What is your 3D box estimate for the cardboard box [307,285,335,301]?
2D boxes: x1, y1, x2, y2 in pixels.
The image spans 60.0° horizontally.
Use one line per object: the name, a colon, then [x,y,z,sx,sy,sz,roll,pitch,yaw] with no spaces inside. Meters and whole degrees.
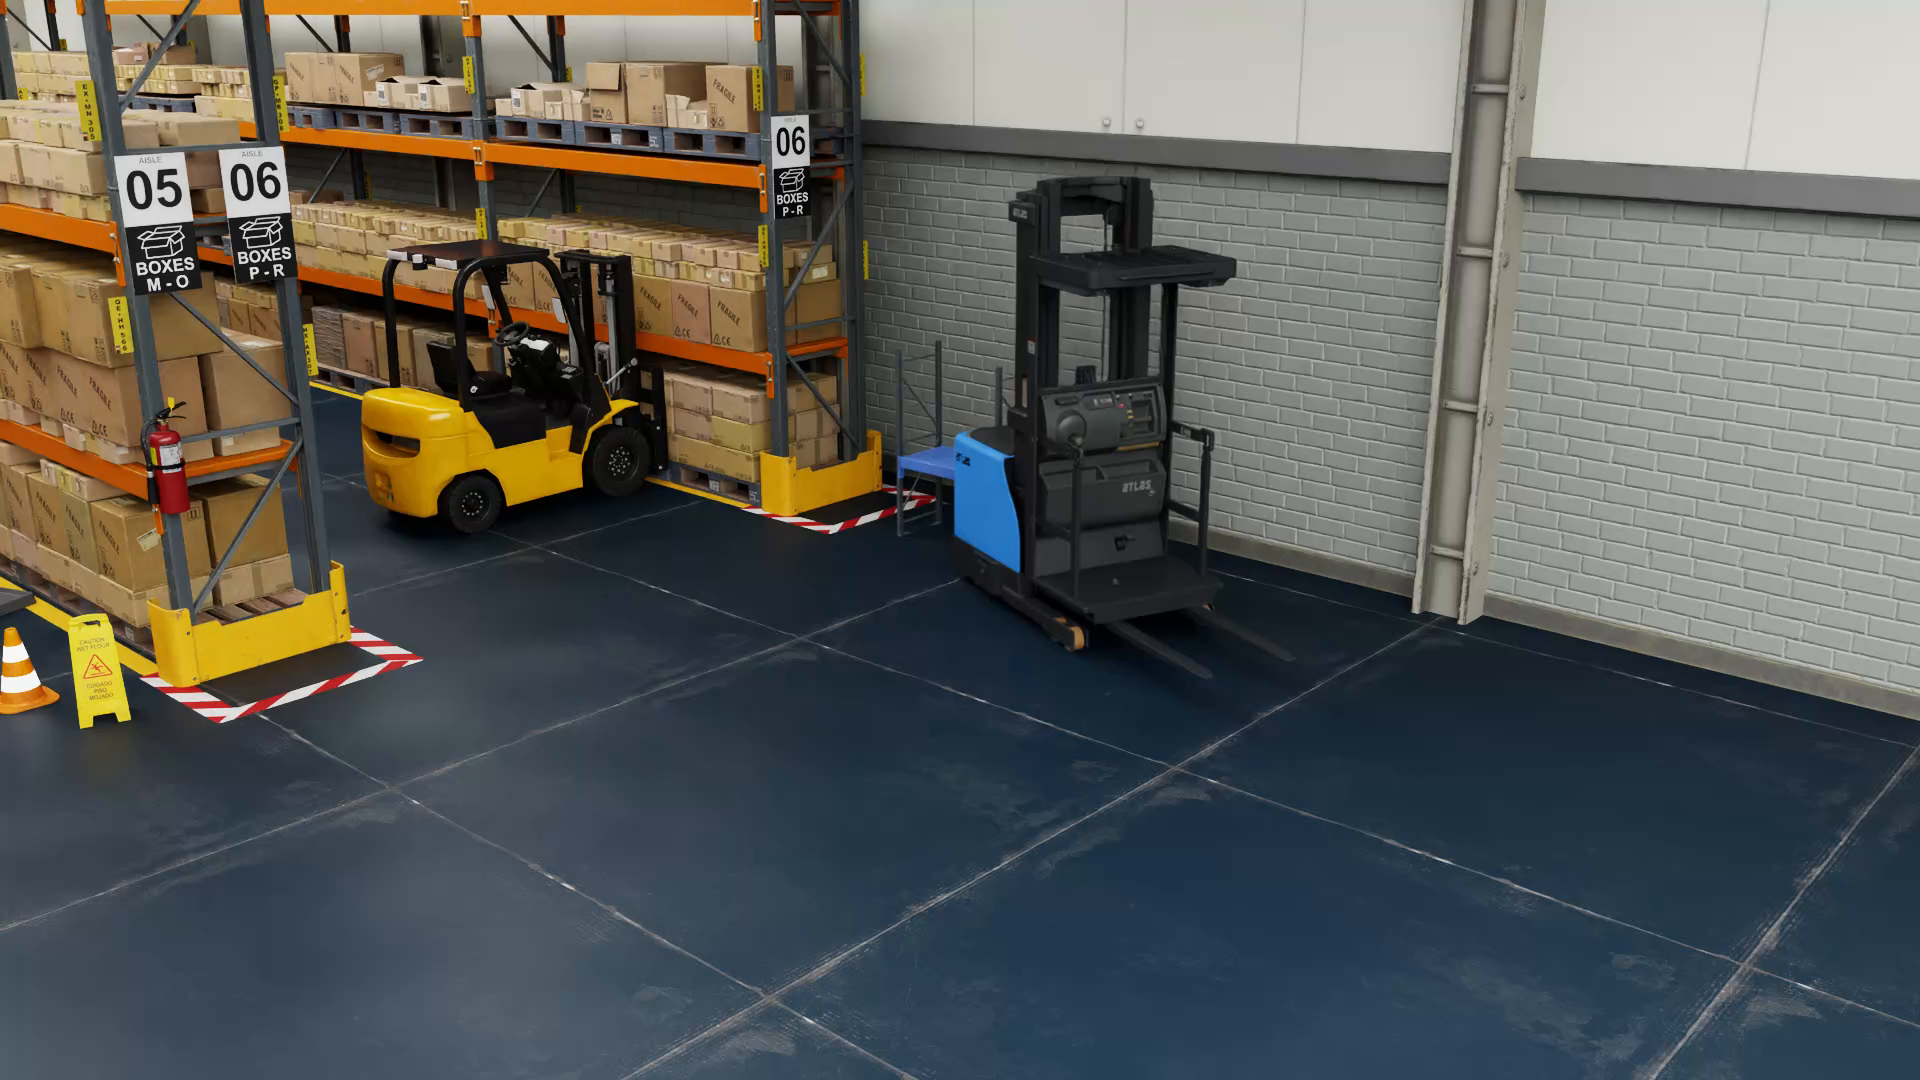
cardboard box: [-7.533,-2.946,19.800,0.250,0.149,0.380,16,24,41]

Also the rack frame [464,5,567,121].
rack frame: [-4.177,-5.449,15.406,0.127,3.000,1.000,15,23,39]

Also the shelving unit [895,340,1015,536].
shelving unit: [0.057,-0.702,12.845,1.048,1.500,0.538,15,23,39]

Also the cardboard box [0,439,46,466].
cardboard box: [-6.565,-0.648,11.734,0.250,0.149,0.380,17,24,42]

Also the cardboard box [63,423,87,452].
cardboard box: [-5.553,-0.697,10.764,0.250,0.149,0.380,16,23,40]

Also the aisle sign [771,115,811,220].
aisle sign: [-1.331,-2.946,13.139,0.004,0.787,0.394,15,23,39]

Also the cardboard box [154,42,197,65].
cardboard box: [-9.667,-6.002,20.485,0.258,0.266,0.396,15,23,39]

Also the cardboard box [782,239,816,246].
cardboard box: [-1.452,-2.469,14.202,0.250,0.149,0.380,16,24,41]

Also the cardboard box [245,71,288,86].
cardboard box: [-7.623,-5.085,18.315,0.250,0.149,0.380,16,24,41]

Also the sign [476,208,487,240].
sign: [-4.530,-2.979,15.757,0.005,0.325,0.100,15,23,39]

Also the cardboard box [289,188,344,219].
cardboard box: [-7.450,-3.780,19.203,0.500,0.500,0.500,16,24,42]

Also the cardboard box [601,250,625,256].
cardboard box: [-2.970,-2.508,14.819,0.250,0.149,0.380,14,23,38]

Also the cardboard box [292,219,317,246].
cardboard box: [-7.016,-3.410,18.319,0.500,0.250,0.500,15,23,39]

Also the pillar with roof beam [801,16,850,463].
pillar with roof beam: [-3.966,-4.016,10.890,0.400,9.000,9.100,15,23,39]

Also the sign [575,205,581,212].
sign: [-3.810,-3.166,16.567,0.005,0.325,0.100,15,23,39]

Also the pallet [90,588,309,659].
pallet: [-5.119,0.480,11.251,1.213,0.211,1.003,15,23,39]

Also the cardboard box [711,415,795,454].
cardboard box: [-1.757,-0.942,14.145,0.500,0.250,0.500,15,23,39]

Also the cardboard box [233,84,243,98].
cardboard box: [-7.955,-5.073,18.768,0.250,0.149,0.380,16,23,40]

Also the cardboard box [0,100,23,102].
cardboard box: [-7.087,-3.142,12.191,0.250,0.149,0.380,16,23,40]

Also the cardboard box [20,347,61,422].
cardboard box: [-5.810,-1.102,10.968,0.500,0.500,0.500,15,23,39]

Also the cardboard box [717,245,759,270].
cardboard box: [-1.799,-2.352,13.835,0.250,0.149,0.380,15,23,39]

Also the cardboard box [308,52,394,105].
cardboard box: [-6.345,-4.839,17.417,0.500,0.500,0.700,14,23,38]

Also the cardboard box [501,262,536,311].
cardboard box: [-4.019,-2.489,15.832,0.500,0.500,0.500,14,22,38]

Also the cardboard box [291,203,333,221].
cardboard box: [-7.126,-3.619,18.319,0.250,0.149,0.380,16,24,41]

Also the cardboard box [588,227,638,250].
cardboard box: [-3.120,-2.717,14.984,0.250,0.149,0.380,15,23,39]

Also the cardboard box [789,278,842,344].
cardboard box: [-1.372,-1.997,14.279,0.500,0.500,0.500,16,24,41]

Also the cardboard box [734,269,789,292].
cardboard box: [-1.631,-2.150,13.689,0.250,0.149,0.380,15,23,40]

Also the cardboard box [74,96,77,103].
cardboard box: [-11.183,-5.668,21.468,0.250,0.149,0.380,15,23,39]

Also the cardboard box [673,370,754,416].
cardboard box: [-2.123,-1.276,14.372,0.500,0.250,0.500,16,23,40]

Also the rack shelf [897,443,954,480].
rack shelf: [0.057,-0.531,12.899,1.000,0.185,0.538,15,23,39]

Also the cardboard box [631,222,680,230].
cardboard box: [-2.802,-2.828,15.336,0.250,0.149,0.380,15,23,39]

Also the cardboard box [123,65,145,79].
cardboard box: [-9.820,-5.639,20.025,0.250,0.149,0.380,14,23,38]

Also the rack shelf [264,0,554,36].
rack shelf: [-5.673,-5.317,16.841,4.000,0.370,1.077,15,23,39]

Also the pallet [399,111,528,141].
pallet: [-4.846,-4.103,16.438,1.217,0.209,0.805,14,22,37]

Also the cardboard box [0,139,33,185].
cardboard box: [-5.806,-2.409,10.542,0.500,0.250,0.500,16,24,41]

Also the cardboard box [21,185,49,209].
cardboard box: [-5.677,-2.190,10.511,0.250,0.149,0.380,15,23,39]

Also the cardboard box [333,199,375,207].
cardboard box: [-6.792,-3.730,18.670,0.250,0.149,0.380,16,24,41]

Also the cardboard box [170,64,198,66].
cardboard box: [-9.459,-5.767,20.430,0.250,0.149,0.380,14,23,38]

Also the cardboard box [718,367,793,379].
cardboard box: [-1.796,-1.392,14.737,0.500,0.250,0.500,15,23,39]

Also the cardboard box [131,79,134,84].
cardboard box: [-9.776,-5.516,20.129,0.250,0.149,0.380,15,23,40]

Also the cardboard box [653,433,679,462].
cardboard box: [-2.481,-0.904,14.852,0.500,0.250,0.500,15,23,40]

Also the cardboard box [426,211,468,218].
cardboard box: [-5.407,-3.383,17.574,0.250,0.149,0.380,15,23,40]

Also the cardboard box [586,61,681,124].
cardboard box: [-2.790,-3.902,14.458,0.637,0.503,0.797,16,24,41]

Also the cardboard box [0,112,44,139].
cardboard box: [-6.096,-2.654,10.655,0.250,0.149,0.380,16,23,41]

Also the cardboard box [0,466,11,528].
cardboard box: [-6.799,-0.429,12.116,0.500,0.500,0.500,16,24,41]

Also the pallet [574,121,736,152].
pallet: [-2.614,-3.567,14.580,1.213,0.211,1.003,15,23,39]

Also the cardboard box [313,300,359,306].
cardboard box: [-7.298,-2.550,19.625,0.500,0.500,0.500,16,24,41]

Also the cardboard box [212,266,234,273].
cardboard box: [-9.307,-3.407,21.254,0.250,0.149,0.380,15,23,40]

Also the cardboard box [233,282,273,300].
cardboard box: [-8.453,-2.977,19.898,0.250,0.149,0.380,15,23,38]

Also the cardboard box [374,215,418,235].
cardboard box: [-5.805,-3.251,17.158,0.250,0.149,0.380,14,23,38]

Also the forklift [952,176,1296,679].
forklift: [1.059,-0.823,10.860,1.130,2.935,3.031,-9,20,-26]

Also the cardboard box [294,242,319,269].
cardboard box: [-7.000,-3.177,18.412,0.500,0.250,0.500,15,23,39]

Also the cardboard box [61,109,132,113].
cardboard box: [-5.725,-2.783,11.061,0.250,0.149,0.380,16,23,40]

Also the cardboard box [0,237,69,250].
cardboard box: [-6.559,-1.780,11.453,0.500,0.500,0.700,14,23,38]

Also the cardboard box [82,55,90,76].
cardboard box: [-10.698,-5.981,20.971,0.500,0.250,0.500,15,23,39]

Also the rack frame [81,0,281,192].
rack frame: [-4.478,-3.522,9.335,0.127,3.000,1.000,15,23,39]
